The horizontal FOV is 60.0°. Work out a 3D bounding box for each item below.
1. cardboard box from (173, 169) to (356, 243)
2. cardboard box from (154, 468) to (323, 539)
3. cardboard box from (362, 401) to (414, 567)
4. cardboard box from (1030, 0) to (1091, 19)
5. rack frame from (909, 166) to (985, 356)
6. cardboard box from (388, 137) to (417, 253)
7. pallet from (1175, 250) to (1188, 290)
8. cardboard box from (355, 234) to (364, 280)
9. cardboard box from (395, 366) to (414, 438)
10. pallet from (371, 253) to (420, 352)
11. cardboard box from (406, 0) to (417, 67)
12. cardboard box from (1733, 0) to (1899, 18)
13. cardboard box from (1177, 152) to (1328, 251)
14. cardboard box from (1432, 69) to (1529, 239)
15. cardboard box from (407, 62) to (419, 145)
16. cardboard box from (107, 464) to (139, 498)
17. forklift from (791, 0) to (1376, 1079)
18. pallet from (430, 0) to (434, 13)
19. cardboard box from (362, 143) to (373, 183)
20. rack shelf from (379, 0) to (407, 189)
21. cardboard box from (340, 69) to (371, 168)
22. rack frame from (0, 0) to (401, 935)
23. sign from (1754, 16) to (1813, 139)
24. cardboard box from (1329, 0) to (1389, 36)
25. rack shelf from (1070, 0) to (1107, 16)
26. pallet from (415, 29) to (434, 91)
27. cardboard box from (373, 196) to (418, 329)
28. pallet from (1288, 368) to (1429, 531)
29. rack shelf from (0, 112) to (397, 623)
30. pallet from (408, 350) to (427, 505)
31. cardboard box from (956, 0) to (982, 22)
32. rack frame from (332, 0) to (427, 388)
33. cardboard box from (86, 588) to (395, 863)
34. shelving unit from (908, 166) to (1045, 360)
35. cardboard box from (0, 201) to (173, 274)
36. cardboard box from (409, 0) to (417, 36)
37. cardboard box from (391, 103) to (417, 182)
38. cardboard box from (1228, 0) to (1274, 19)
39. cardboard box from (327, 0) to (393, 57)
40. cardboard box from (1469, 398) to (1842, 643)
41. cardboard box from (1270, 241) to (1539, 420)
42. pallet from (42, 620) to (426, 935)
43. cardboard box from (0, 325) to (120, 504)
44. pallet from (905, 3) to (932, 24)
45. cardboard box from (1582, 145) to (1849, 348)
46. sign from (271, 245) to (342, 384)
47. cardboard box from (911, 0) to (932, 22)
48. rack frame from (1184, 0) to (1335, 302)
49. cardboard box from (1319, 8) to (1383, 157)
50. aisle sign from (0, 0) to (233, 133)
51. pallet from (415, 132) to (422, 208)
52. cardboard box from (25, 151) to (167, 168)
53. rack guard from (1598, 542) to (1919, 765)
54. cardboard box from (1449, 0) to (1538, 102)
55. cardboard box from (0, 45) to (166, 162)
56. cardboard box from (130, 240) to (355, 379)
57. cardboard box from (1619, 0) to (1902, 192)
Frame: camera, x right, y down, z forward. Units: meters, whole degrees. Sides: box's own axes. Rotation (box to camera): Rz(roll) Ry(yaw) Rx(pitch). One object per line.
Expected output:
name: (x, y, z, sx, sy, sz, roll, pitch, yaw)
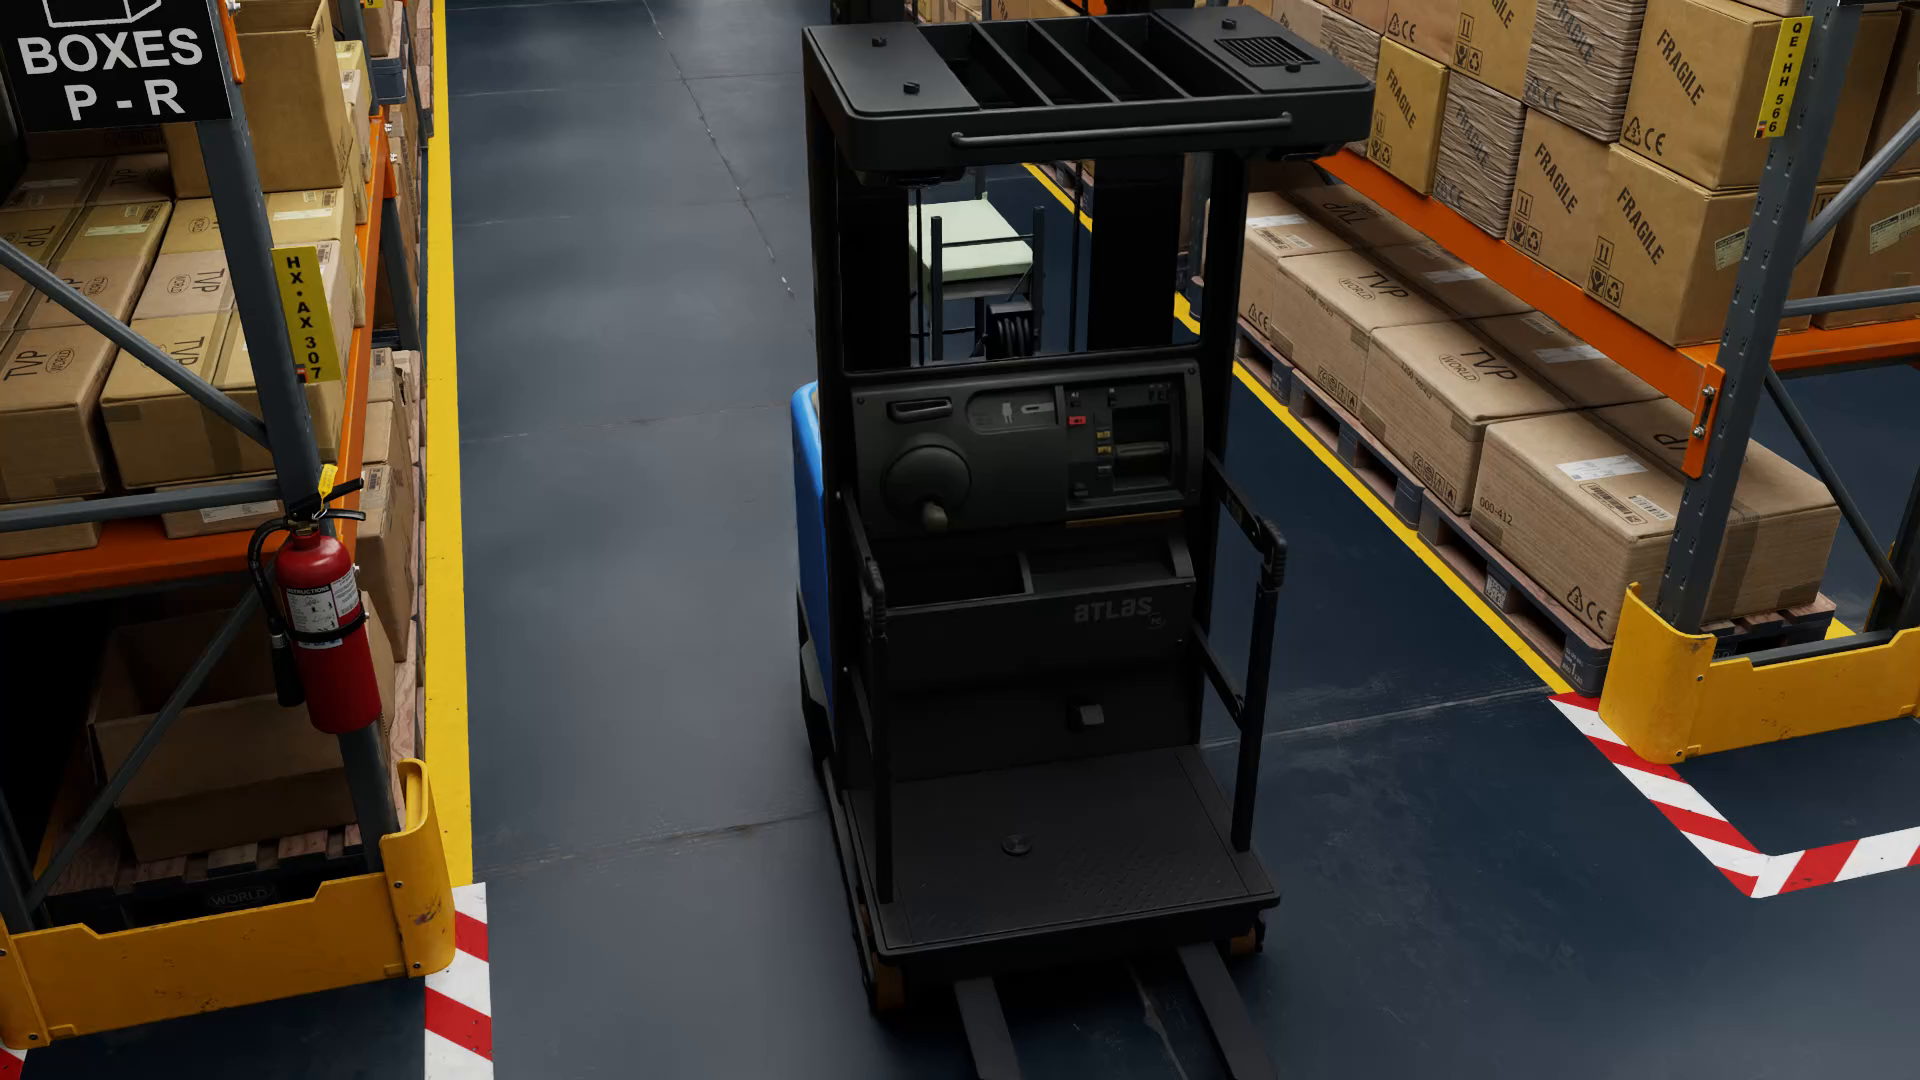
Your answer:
cardboard box: (-2.295, -1.112, 5.529, 0.500, 0.250, 0.500, -9, 31, -15)
cardboard box: (-1.829, -0.148, 4.261, 0.380, 0.149, 0.250, -8, 31, -14)
cardboard box: (-2.310, -0.156, 6.100, 0.500, 0.500, 0.500, -7, 31, -12)
cardboard box: (0.991, -3.073, 10.766, 0.875, 0.875, 0.875, -7, 31, -13)
rack frame: (-0.099, -0.829, 6.685, 0.400, 1.500, 0.023, -8, 31, -13)
cardboard box: (-3.258, -1.854, 9.035, 0.500, 0.500, 0.500, -9, 31, -15)
pallet: (1.440, -1.810, 9.667, 1.003, 0.211, 1.213, -8, 31, -13)
cardboard box: (-2.212, -0.901, 5.563, 0.380, 0.149, 0.250, -7, 31, -12)
cardboard box: (-2.542, -0.589, 7.083, 0.396, 0.266, 0.258, -7, 31, -11)
pallet: (-3.320, -1.174, 8.567, 1.003, 0.211, 1.213, -8, 31, -13)
cardboard box: (-4.463, -3.696, 12.093, 0.875, 0.625, 0.625, -7, 31, -12)
cardboard box: (2.490, -1.626, 4.820, 0.380, 0.149, 0.250, -7, 31, -13)
cardboard box: (1.475, -2.206, 9.268, 0.875, 0.875, 0.875, -7, 31, -12)
cardboard box: (2.131, -1.455, 6.170, 0.500, 0.500, 0.500, -7, 31, -12)
cardboard box: (-3.810, -2.849, 10.754, 0.500, 0.500, 0.500, -7, 31, -12)
cardboard box: (-2.361, -0.207, 4.365, 0.380, 0.149, 0.250, -7, 31, -12)
forklift: (0.230, -0.193, 4.158, 1.130, 2.935, 3.031, -6, 31, -10)
pallet: (-5.362, -5.040, 15.246, 1.003, 0.211, 1.213, -8, 31, -13)
cardboard box: (-2.557, -1.519, 6.630, 0.380, 0.149, 0.250, -7, 31, -12)
rack shelf: (-3.598, -2.648, 9.048, 1.077, 0.370, 4.000, -8, 31, -13)
cardboard box: (-2.550, -1.603, 6.378, 0.500, 0.250, 0.500, -8, 31, -13)
rack frame: (-2.006, -0.061, 3.861, 1.000, 3.000, 0.127, -8, 31, -13)
sign: (2.252, -1.261, 4.542, 0.100, 0.325, 0.005, -8, 31, -13)
cardboard box: (1.863, -2.375, 6.761, 0.500, 0.500, 0.500, -7, 31, -12)
rack shelf: (1.186, -3.309, 10.191, 1.077, 0.370, 4.000, -8, 31, -13)
pallet: (-4.630, -3.709, 12.947, 1.003, 0.211, 1.213, -8, 31, -13)
cardboard box: (-2.979, -1.356, 8.175, 0.500, 0.500, 0.500, -7, 31, -11)
pallet: (2.171, -0.480, 7.368, 1.003, 0.211, 1.213, -8, 31, -13)
rack shelf: (-2.537, -0.716, 5.710, 1.077, 0.370, 4.000, -8, 31, -13)
pallet: (-2.886, -0.454, 7.324, 1.003, 0.211, 1.213, -8, 31, -13)
cardboard box: (0.515, -3.905, 12.707, 0.950, 0.372, 0.625, -10, 32, -17)
rack frame: (-3.068, -1.993, 7.199, 1.000, 3.000, 0.127, -8, 31, -13)
cardboard box: (-2.077, 0.530, 4.913, 0.797, 0.503, 0.637, -9, 31, -15)
shelving unit: (-0.002, -0.652, 6.380, 0.431, 1.500, 0.755, -8, 31, -13)
cardboard box: (-2.646, -0.801, 4.992, 0.500, 0.250, 0.500, -7, 31, -12)
cardboard box: (-4.843, -4.384, 13.282, 0.875, 0.625, 0.625, -8, 31, -14)
cardboard box: (-3.546, -2.354, 9.898, 0.500, 0.500, 0.500, -7, 31, -11)
cardboard box: (1.589, -2.436, 7.865, 0.500, 0.500, 0.500, -7, 31, -12)
cardboard box: (-2.980, -2.481, 7.524, 0.700, 0.500, 0.500, -7, 31, -12)
cardboard box: (2.507, -0.101, 6.069, 0.875, 0.438, 0.875, -9, 31, -15)
cardboard box: (2.018, -0.978, 7.583, 0.875, 0.438, 0.875, -9, 31, -15)
pallet: (-2.239, 0.724, 5.288, 1.003, 0.211, 1.213, -8, 31, -13)
cardboard box: (-2.384, -0.312, 4.147, 0.500, 0.250, 0.500, -7, 31, -12)
pallet: (0.129, -4.345, 14.047, 1.003, 0.211, 1.213, -8, 31, -13)
cardboard box: (2.396, -0.964, 5.321, 0.500, 0.500, 0.500, -8, 31, -13)
sign: (-1.483, -0.508, 3.769, 0.100, 0.325, 0.005, -8, 31, -13)
cardboard box: (0.116, -4.628, 13.955, 0.950, 0.372, 0.625, -7, 31, -12)
rack frame: (1.717, -2.655, 8.342, 1.000, 3.000, 0.127, -8, 31, -13)
cardboard box: (1.845, -1.952, 7.028, 0.500, 0.500, 0.500, -8, 31, -13)
aisle sign: (-1.705, -1.192, 3.220, 0.394, 0.787, 0.004, -8, 31, -13)
pallet: (-3.968, -2.352, 10.603, 1.003, 0.211, 1.213, -8, 31, -13)
cardboard box: (-2.922, -1.291, 5.839, 0.500, 0.250, 0.500, -7, 31, -12)
rack guard: (2.785, 0.371, 5.611, 1.175, 0.500, 0.348, -8, 31, -13)
cardboard box: (2.126, -1.888, 5.919, 0.500, 0.500, 0.500, -8, 31, -14)
cardboard box: (-2.929, -1.627, 5.670, 0.500, 0.500, 0.500, -9, 31, -15)
cardboard box: (-2.001, -0.623, 4.685, 0.500, 0.250, 0.500, -8, 31, -13)
cardboard box: (2.421, -1.400, 5.076, 0.500, 0.500, 0.500, -7, 31, -12)
